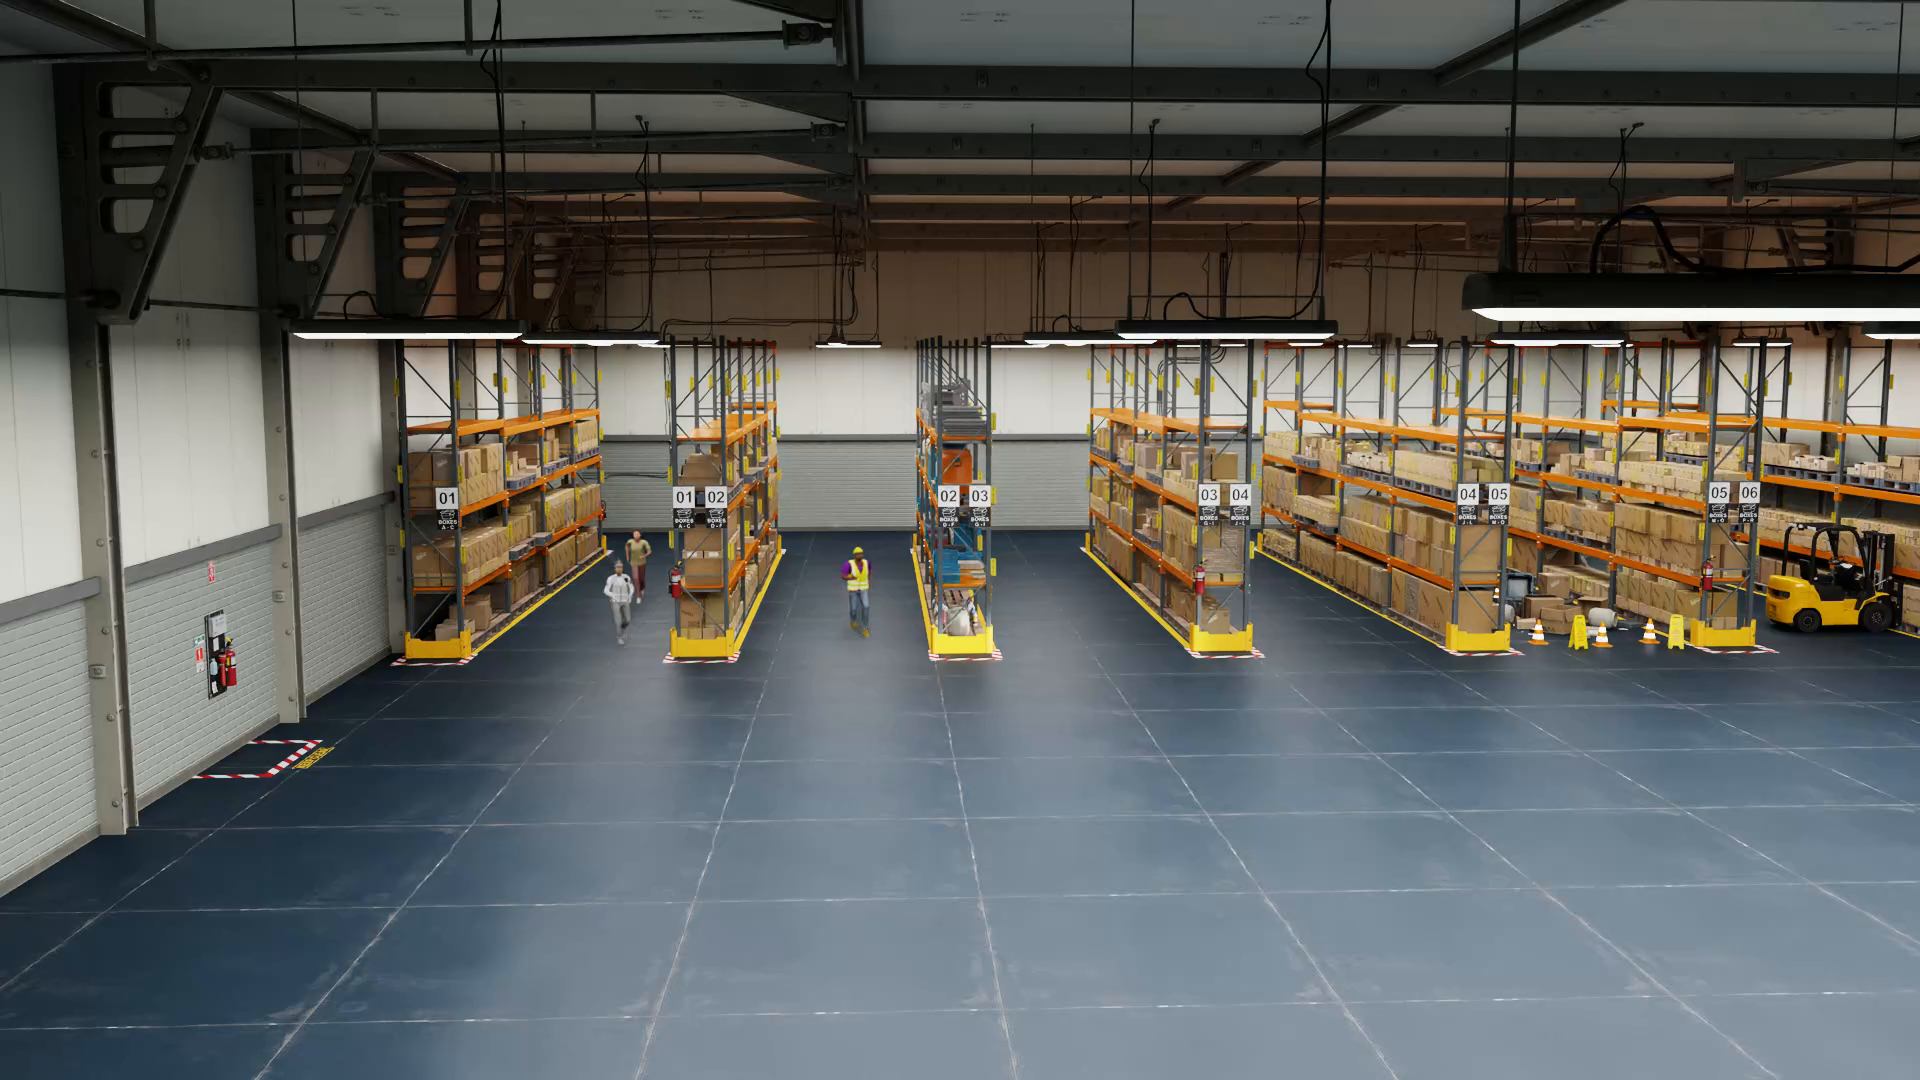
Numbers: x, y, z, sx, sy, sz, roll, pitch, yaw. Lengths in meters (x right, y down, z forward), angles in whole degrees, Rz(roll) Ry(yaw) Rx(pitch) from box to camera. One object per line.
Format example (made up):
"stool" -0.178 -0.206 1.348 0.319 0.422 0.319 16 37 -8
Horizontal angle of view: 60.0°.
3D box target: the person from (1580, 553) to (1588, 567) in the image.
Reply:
"person" 15.916 0.085 42.557 0.536 1.583 0.856 -1 7 -6

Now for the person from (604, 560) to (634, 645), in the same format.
"person" -6.626 1.217 32.461 0.609 1.651 0.560 -3 7 -23

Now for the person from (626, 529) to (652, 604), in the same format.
"person" -7.367 0.570 38.132 0.599 1.664 1.008 0 7 -4

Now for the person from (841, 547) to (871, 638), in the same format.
"person" -2.099 1.041 33.677 0.662 1.821 0.964 -1 7 -12
